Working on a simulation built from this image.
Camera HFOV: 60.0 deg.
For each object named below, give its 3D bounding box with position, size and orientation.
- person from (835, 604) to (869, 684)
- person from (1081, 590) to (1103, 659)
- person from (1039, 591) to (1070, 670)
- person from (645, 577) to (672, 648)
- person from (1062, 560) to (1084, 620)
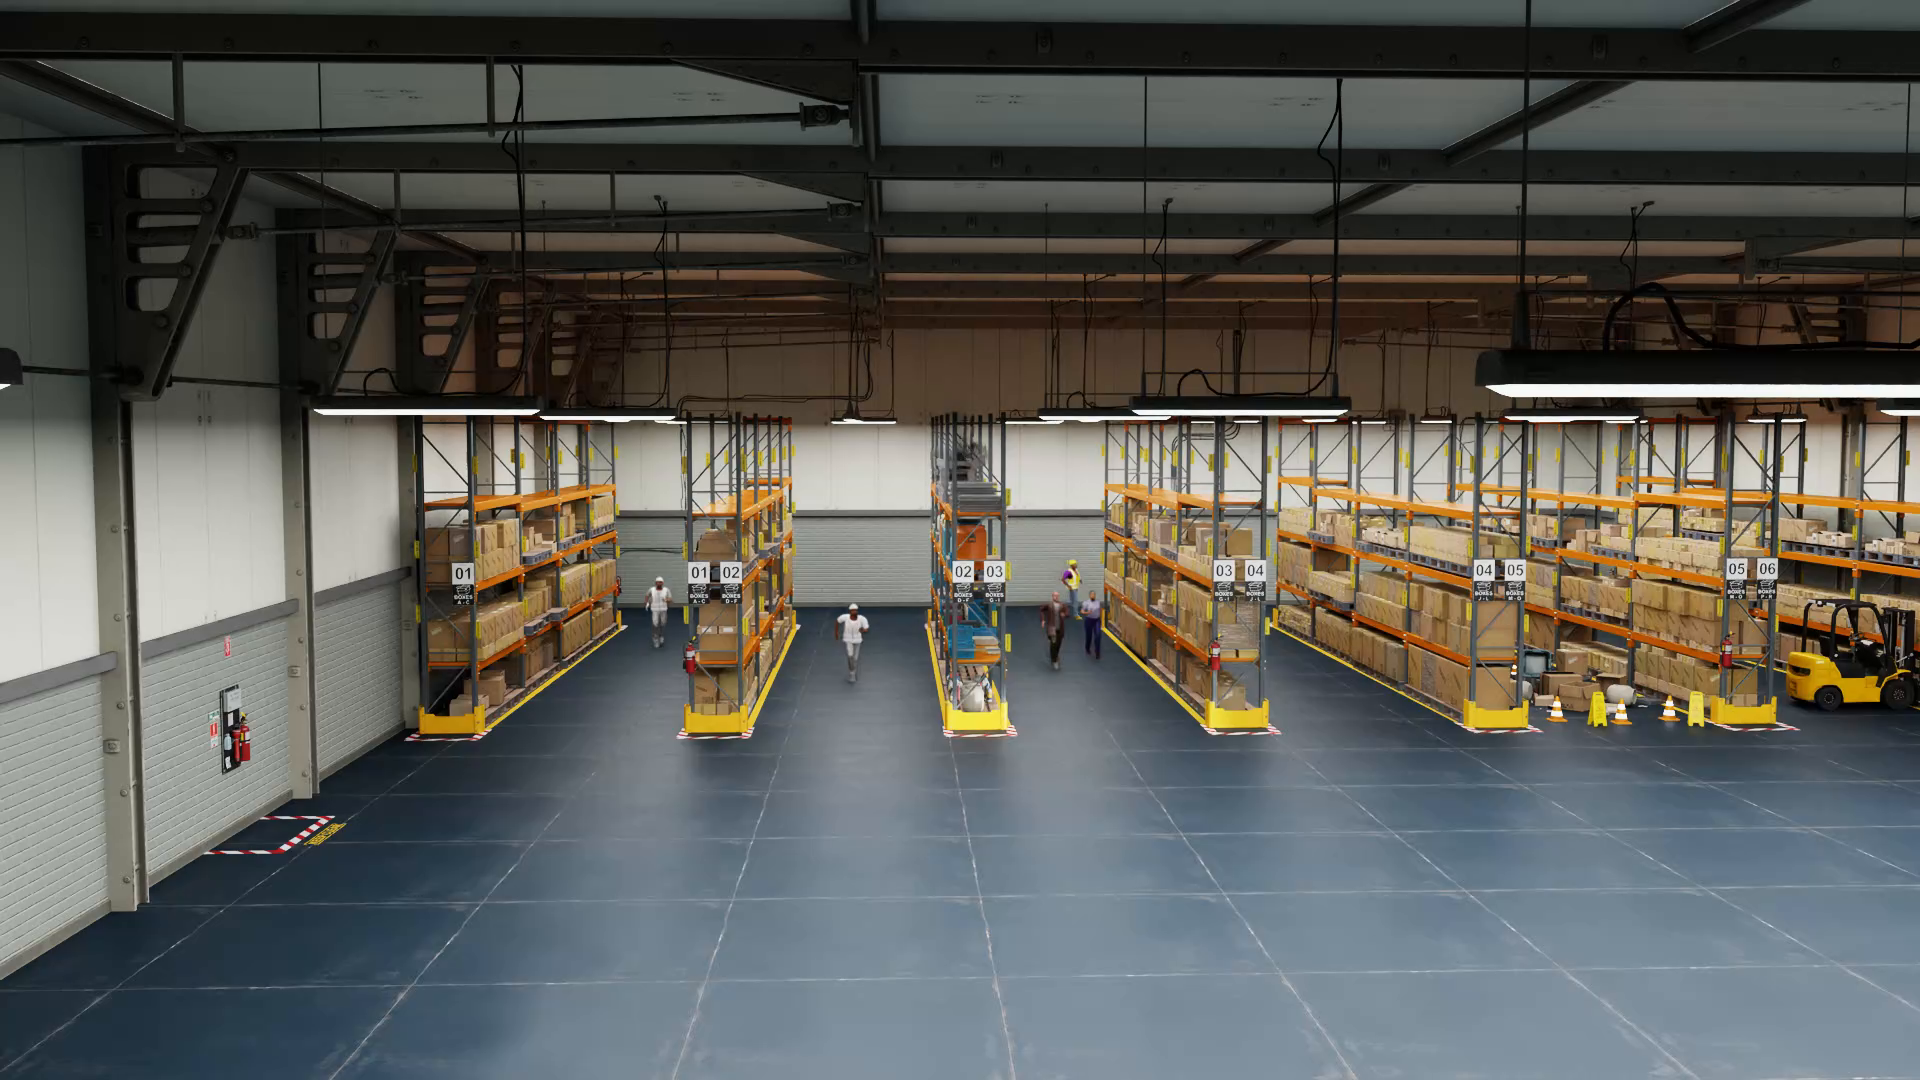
[{"bbox_3d":[-2.415,2.312,37.333,0.728,1.791,0.840,-1,4,-9],"label":"person"},{"bbox_3d":[3.286,2.079,41.293,0.604,1.669,0.893,0,4,-6],"label":"person"},{"bbox_3d":[2.270,2.130,39.587,0.681,1.836,0.910,-1,4,-15],"label":"person"},{"bbox_3d":[-7.843,1.883,43.344,0.661,1.847,0.787,-1,4,-16],"label":"person"},{"bbox_3d":[3.314,1.462,49.412,0.886,1.773,0.686,2,4,28],"label":"person"}]
